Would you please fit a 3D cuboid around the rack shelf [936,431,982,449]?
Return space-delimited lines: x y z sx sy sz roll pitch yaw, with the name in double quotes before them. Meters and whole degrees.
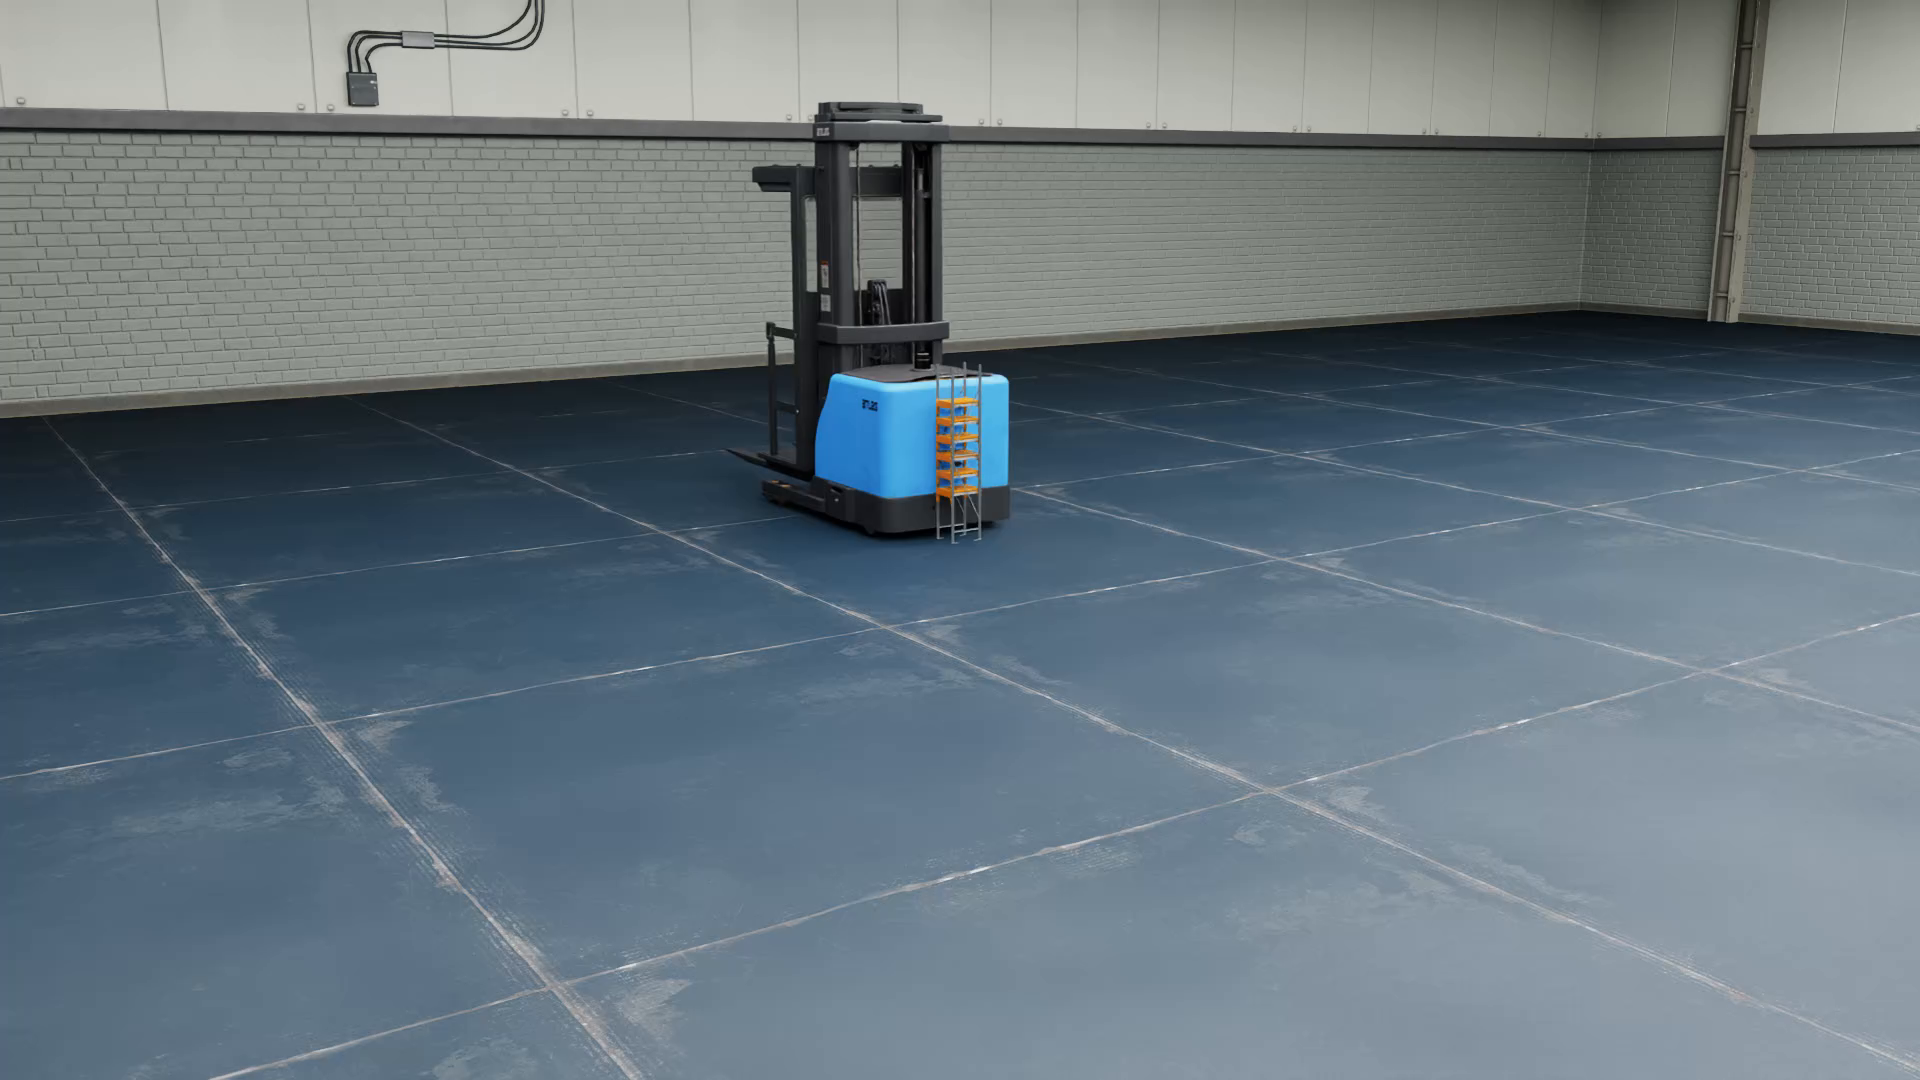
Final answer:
"rack shelf" -0.008 -0.663 11.229 0.258 0.103 0.180 -8 15 -33

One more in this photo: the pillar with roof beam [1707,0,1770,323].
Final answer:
"pillar with roof beam" 9.482 -7.631 25.194 9.100 9.000 0.400 -8 15 -33

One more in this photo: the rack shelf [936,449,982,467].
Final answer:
"rack shelf" -0.008 -0.545 11.255 0.258 0.103 0.180 -8 15 -33

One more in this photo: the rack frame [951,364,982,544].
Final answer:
"rack frame" 0.043 -0.572 11.171 0.240 1.200 0.006 -8 15 -33

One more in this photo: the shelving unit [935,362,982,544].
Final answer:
"shelving unit" -0.008 -0.589 11.245 0.258 1.200 0.189 -8 15 -33

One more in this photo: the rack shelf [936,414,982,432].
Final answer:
"rack shelf" -0.008 -0.780 11.204 0.258 0.103 0.180 -8 15 -33

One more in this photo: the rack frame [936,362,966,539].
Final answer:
"rack frame" -0.059 -0.605 11.320 0.240 1.200 0.006 -8 15 -33

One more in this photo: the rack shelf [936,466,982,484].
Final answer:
"rack shelf" -0.008 -0.428 11.280 0.258 0.103 0.180 -8 15 -33

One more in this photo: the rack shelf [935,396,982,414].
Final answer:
"rack shelf" -0.008 -0.897 11.178 0.258 0.103 0.180 -8 15 -33

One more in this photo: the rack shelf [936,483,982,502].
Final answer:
"rack shelf" -0.008 -0.311 11.306 0.258 0.103 0.180 -8 15 -33

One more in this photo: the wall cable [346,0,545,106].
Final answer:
"wall cable" -5.777 -7.875 18.349 2.305 6.003 0.169 -8 15 -33

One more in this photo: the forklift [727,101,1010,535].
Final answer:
"forklift" -0.851 -1.733 12.426 1.130 2.935 3.031 -8 14 -31
